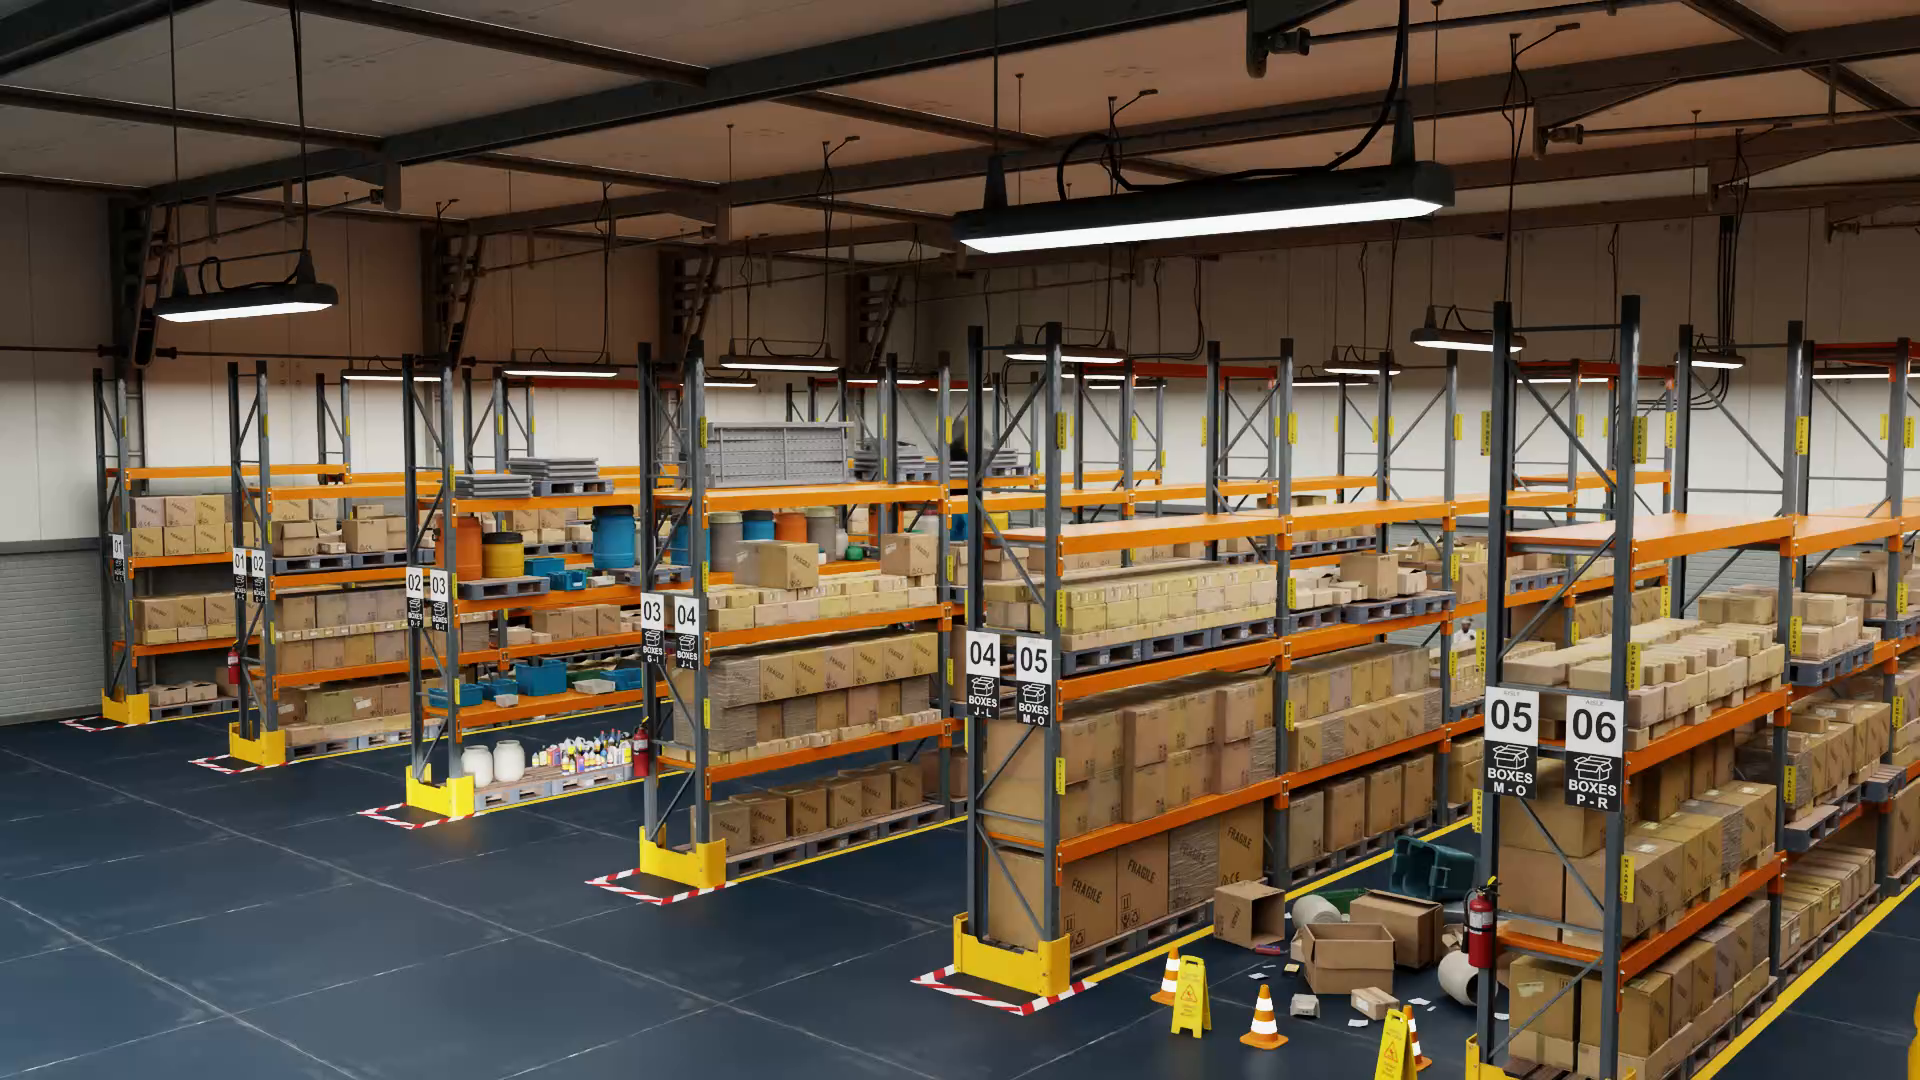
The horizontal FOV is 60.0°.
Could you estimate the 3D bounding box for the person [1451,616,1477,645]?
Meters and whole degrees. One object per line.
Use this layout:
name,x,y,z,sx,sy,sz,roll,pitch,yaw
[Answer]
person,8.920,2.194,29.180,0.563,1.757,0.811,3,5,36
